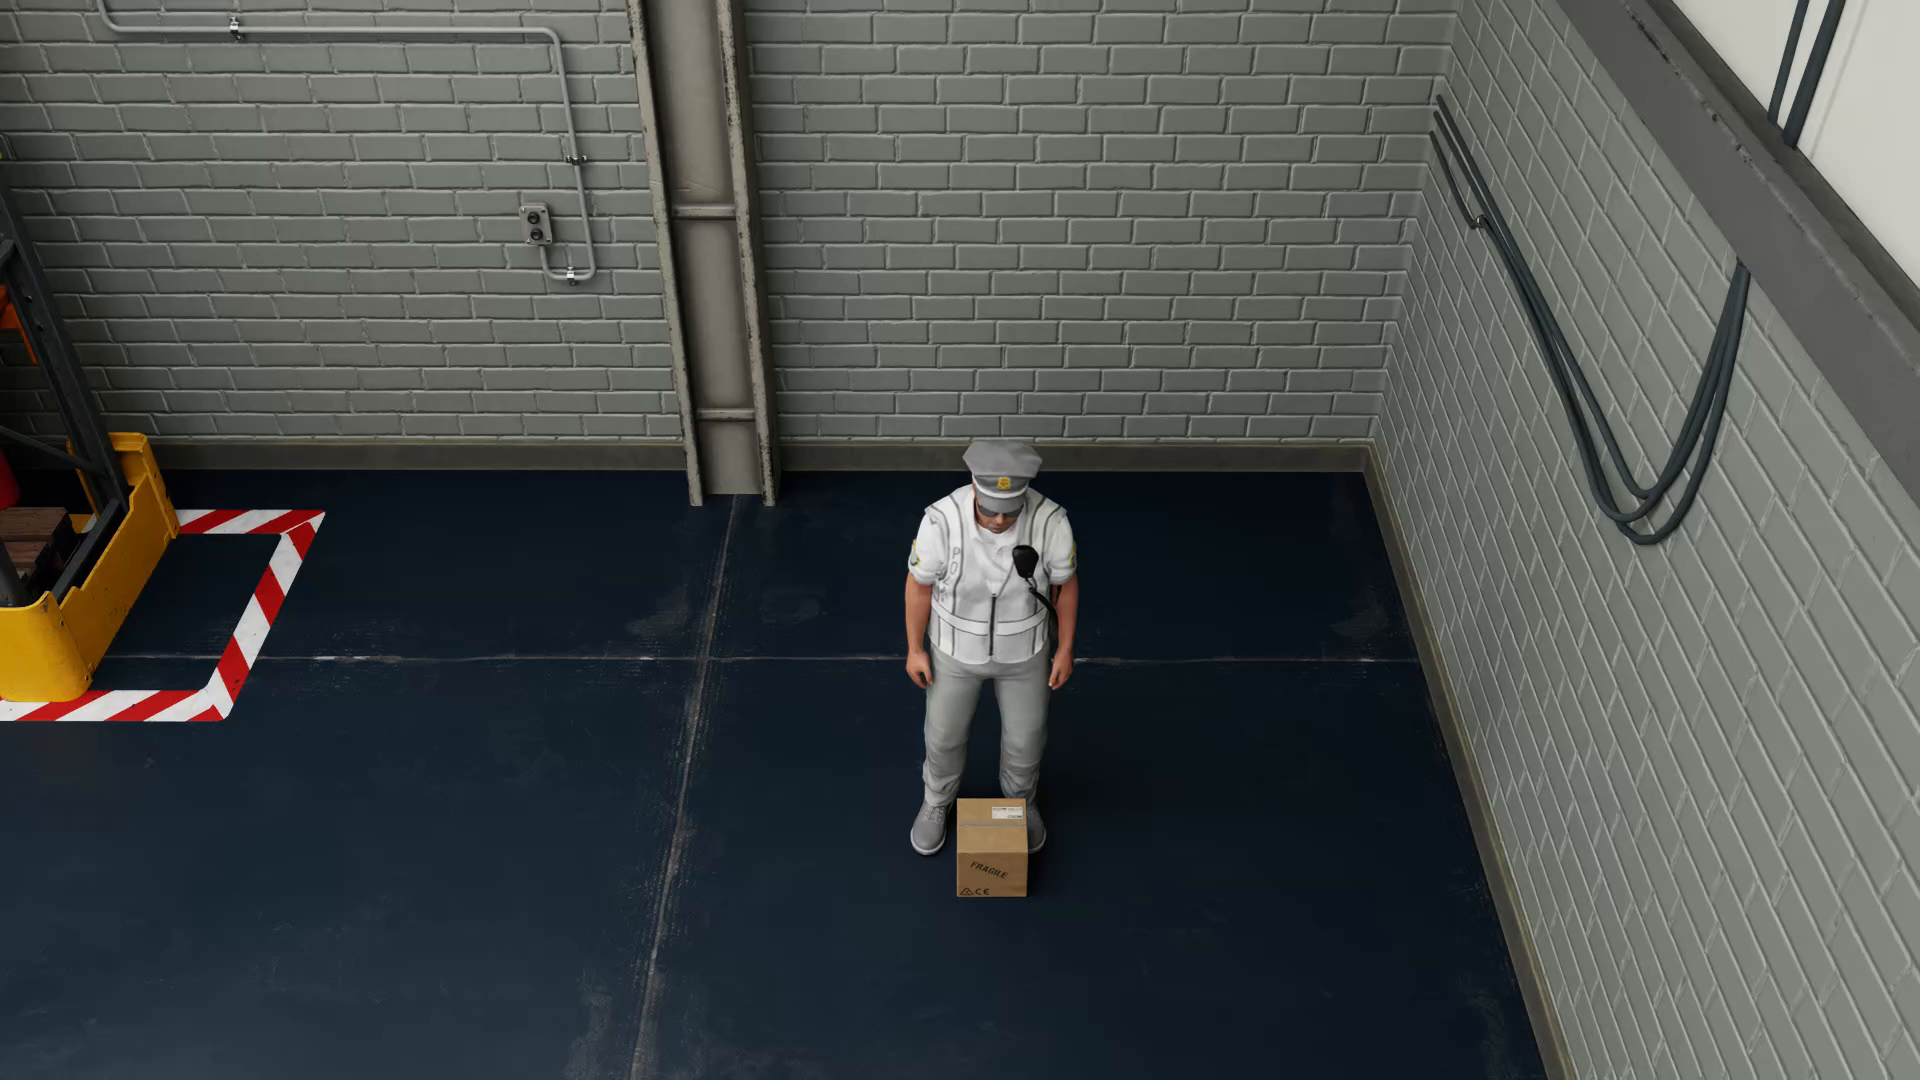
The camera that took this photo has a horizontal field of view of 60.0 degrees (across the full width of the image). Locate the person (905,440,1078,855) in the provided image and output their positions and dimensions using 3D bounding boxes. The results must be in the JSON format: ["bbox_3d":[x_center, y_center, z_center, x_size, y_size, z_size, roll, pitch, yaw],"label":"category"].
[{"bbox_3d":[0.106,0.353,5.718,0.585,1.748,0.432,0,39,0],"label":"person"}]
